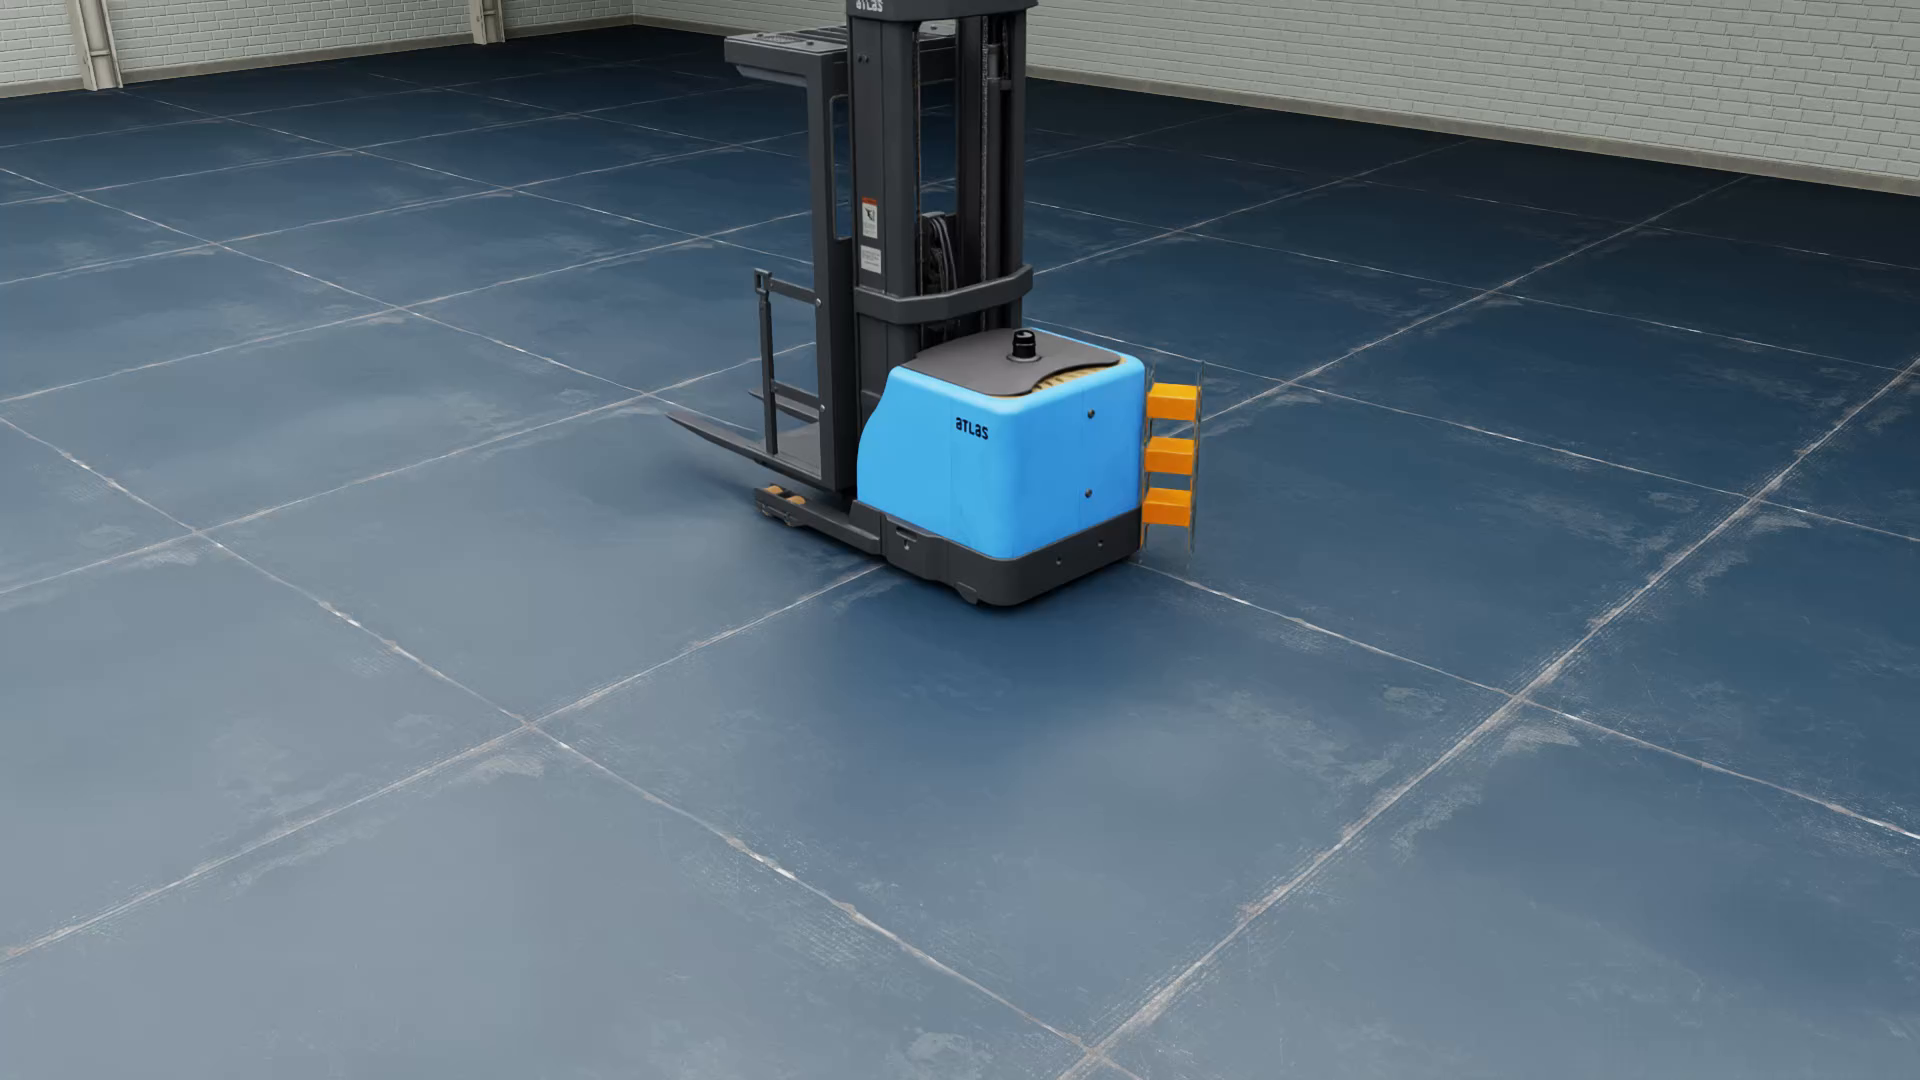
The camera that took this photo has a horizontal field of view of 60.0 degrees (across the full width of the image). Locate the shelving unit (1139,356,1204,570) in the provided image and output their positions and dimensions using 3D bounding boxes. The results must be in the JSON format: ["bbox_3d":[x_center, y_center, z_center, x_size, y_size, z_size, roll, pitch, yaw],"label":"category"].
[{"bbox_3d":[1.055,-0.379,8.310,0.252,1.050,0.215,6,25,13],"label":"shelving unit"}]

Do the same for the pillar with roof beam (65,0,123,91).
[{"bbox_3d":[-8.250,-8.981,17.781,9.100,9.000,0.400,20,31,38],"label":"pillar with roof beam"}]

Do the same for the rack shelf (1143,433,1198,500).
[{"bbox_3d":[1.055,-0.370,8.315,0.240,0.259,0.215,6,25,13],"label":"rack shelf"}]

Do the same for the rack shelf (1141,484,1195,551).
[{"bbox_3d":[1.057,-0.116,8.428,0.240,0.259,0.215,6,25,13],"label":"rack shelf"}]

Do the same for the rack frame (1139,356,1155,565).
[{"bbox_3d":[0.937,-0.391,8.338,0.008,1.050,0.200,6,25,13],"label":"rack frame"}]

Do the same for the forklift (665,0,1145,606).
[{"bbox_3d":[-0.466,-1.535,8.592,1.130,2.935,3.031,-22,32,-39],"label":"forklift"}]

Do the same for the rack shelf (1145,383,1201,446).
[{"bbox_3d":[1.053,-0.629,8.199,0.240,0.259,0.215,6,25,13],"label":"rack shelf"}]

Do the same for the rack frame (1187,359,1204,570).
[{"bbox_3d":[1.173,-0.368,8.283,0.008,1.050,0.200,6,25,13],"label":"rack frame"}]
